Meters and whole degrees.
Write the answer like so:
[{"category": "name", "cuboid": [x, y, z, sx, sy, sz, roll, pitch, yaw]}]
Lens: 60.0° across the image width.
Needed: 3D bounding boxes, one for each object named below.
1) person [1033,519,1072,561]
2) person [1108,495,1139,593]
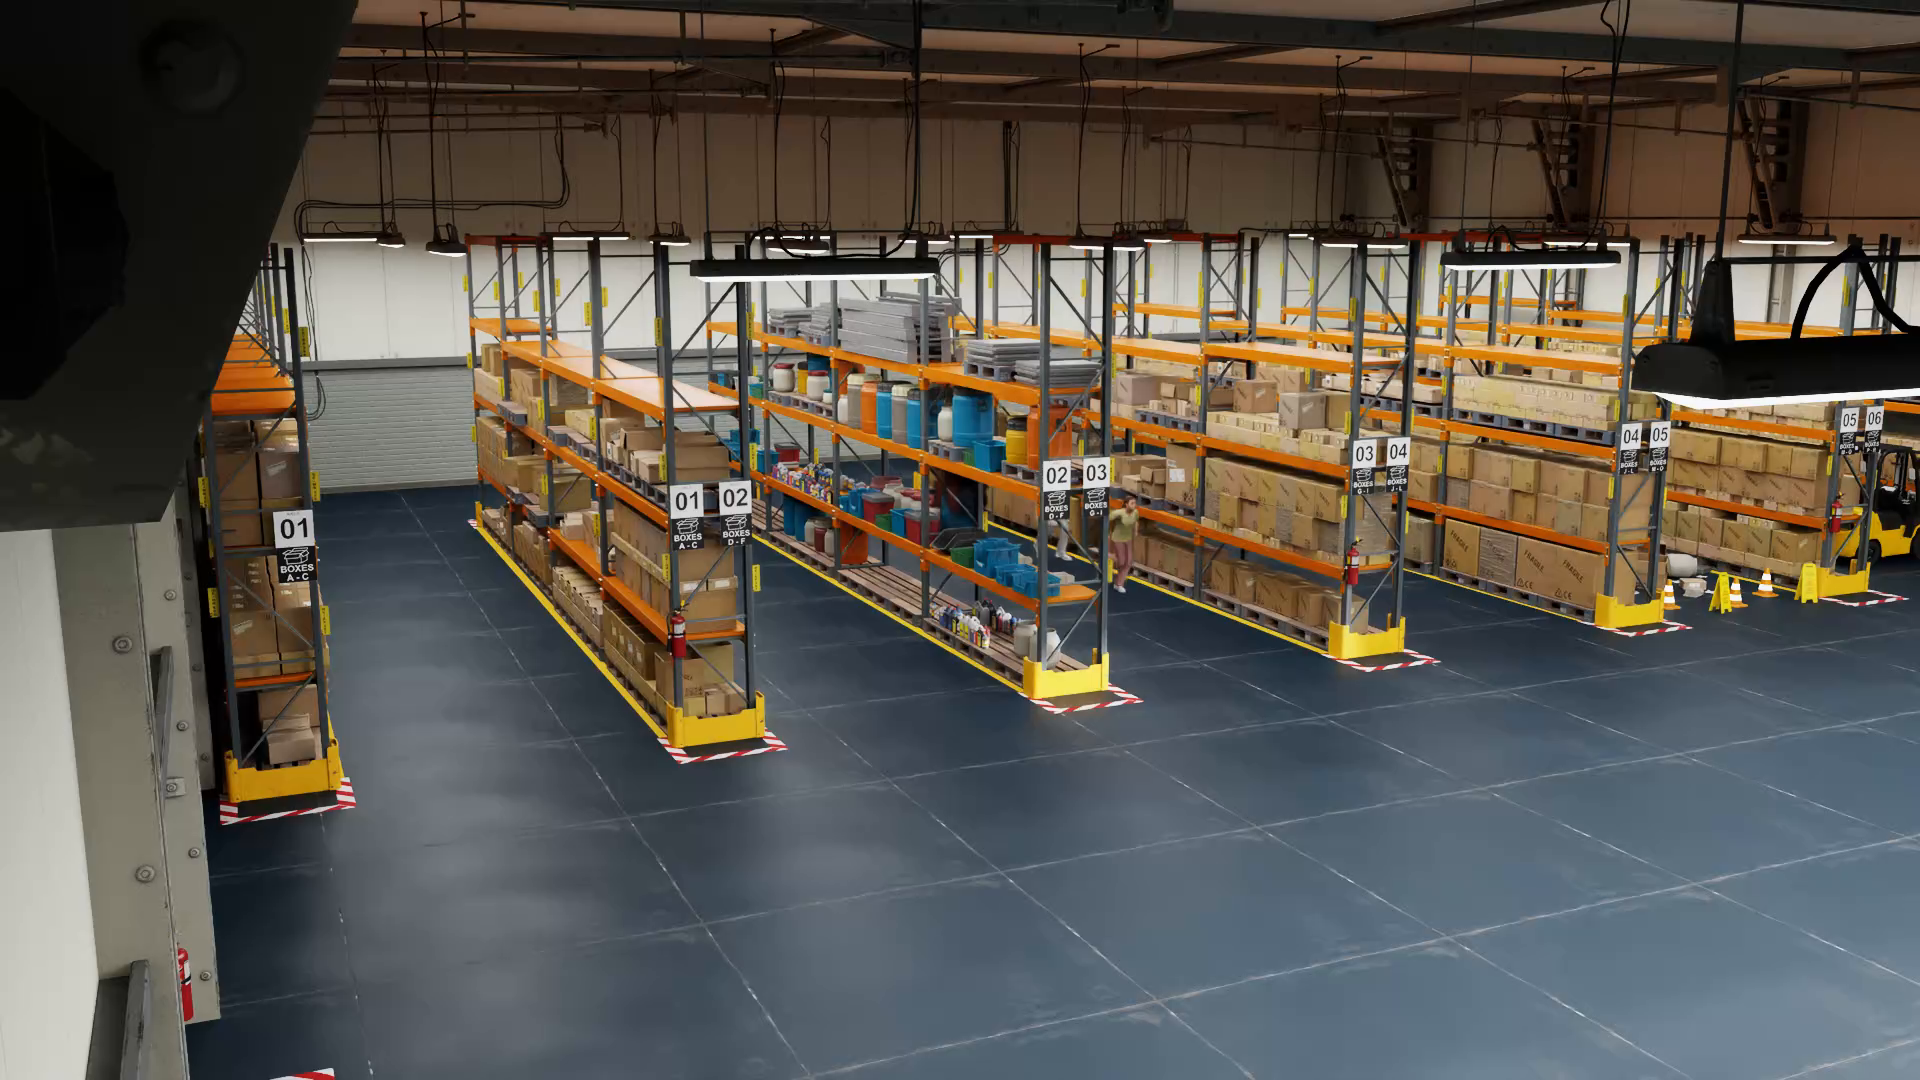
[{"category": "person", "cuboid": [1.675, -0.504, 29.919, 0.713, 1.802, 0.918, -9, 14, -38]}, {"category": "person", "cuboid": [2.639, 0.033, 27.327, 0.575, 1.613, 0.735, -7, 13, -33]}]
